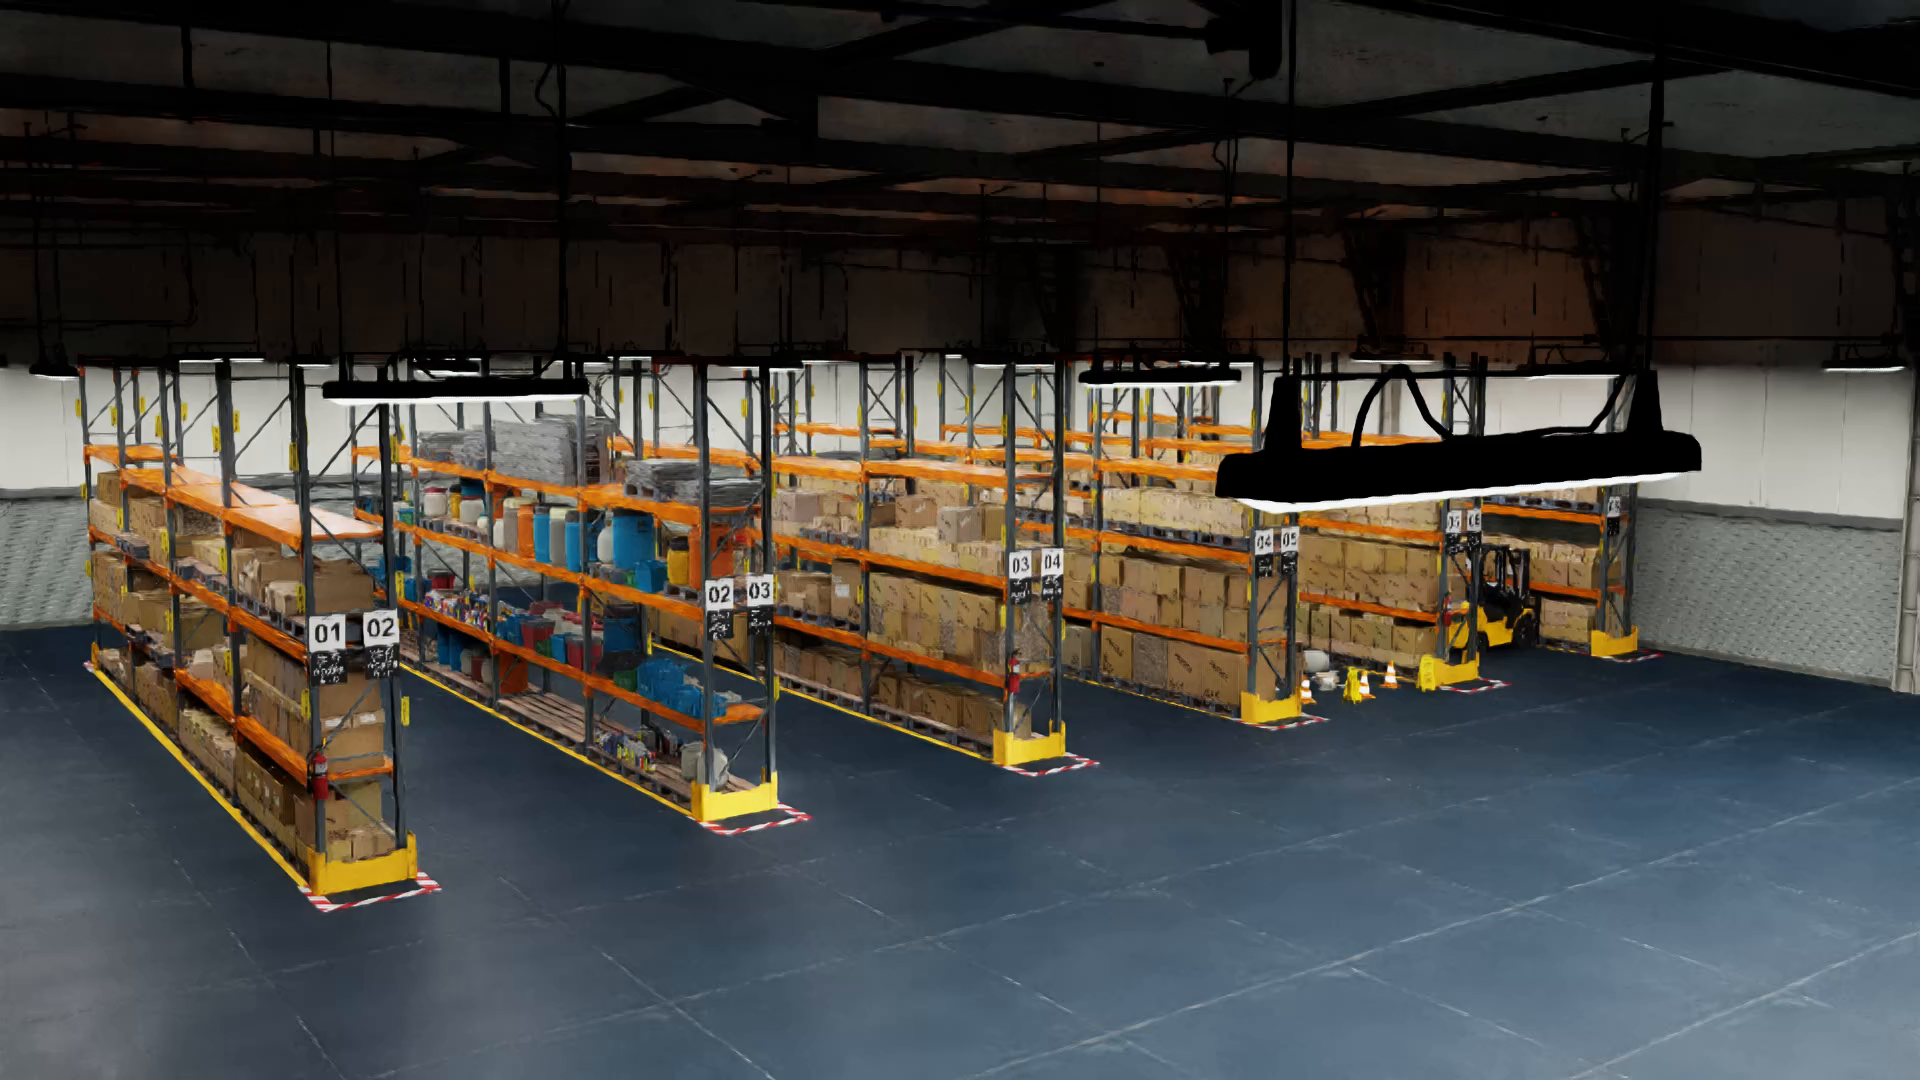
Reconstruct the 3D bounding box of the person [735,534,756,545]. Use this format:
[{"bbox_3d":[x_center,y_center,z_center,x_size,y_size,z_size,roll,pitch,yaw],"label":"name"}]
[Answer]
[{"bbox_3d":[-5.408,0.428,41.840,0.586,1.677,0.968,-1,7,-12],"label":"person"}]
